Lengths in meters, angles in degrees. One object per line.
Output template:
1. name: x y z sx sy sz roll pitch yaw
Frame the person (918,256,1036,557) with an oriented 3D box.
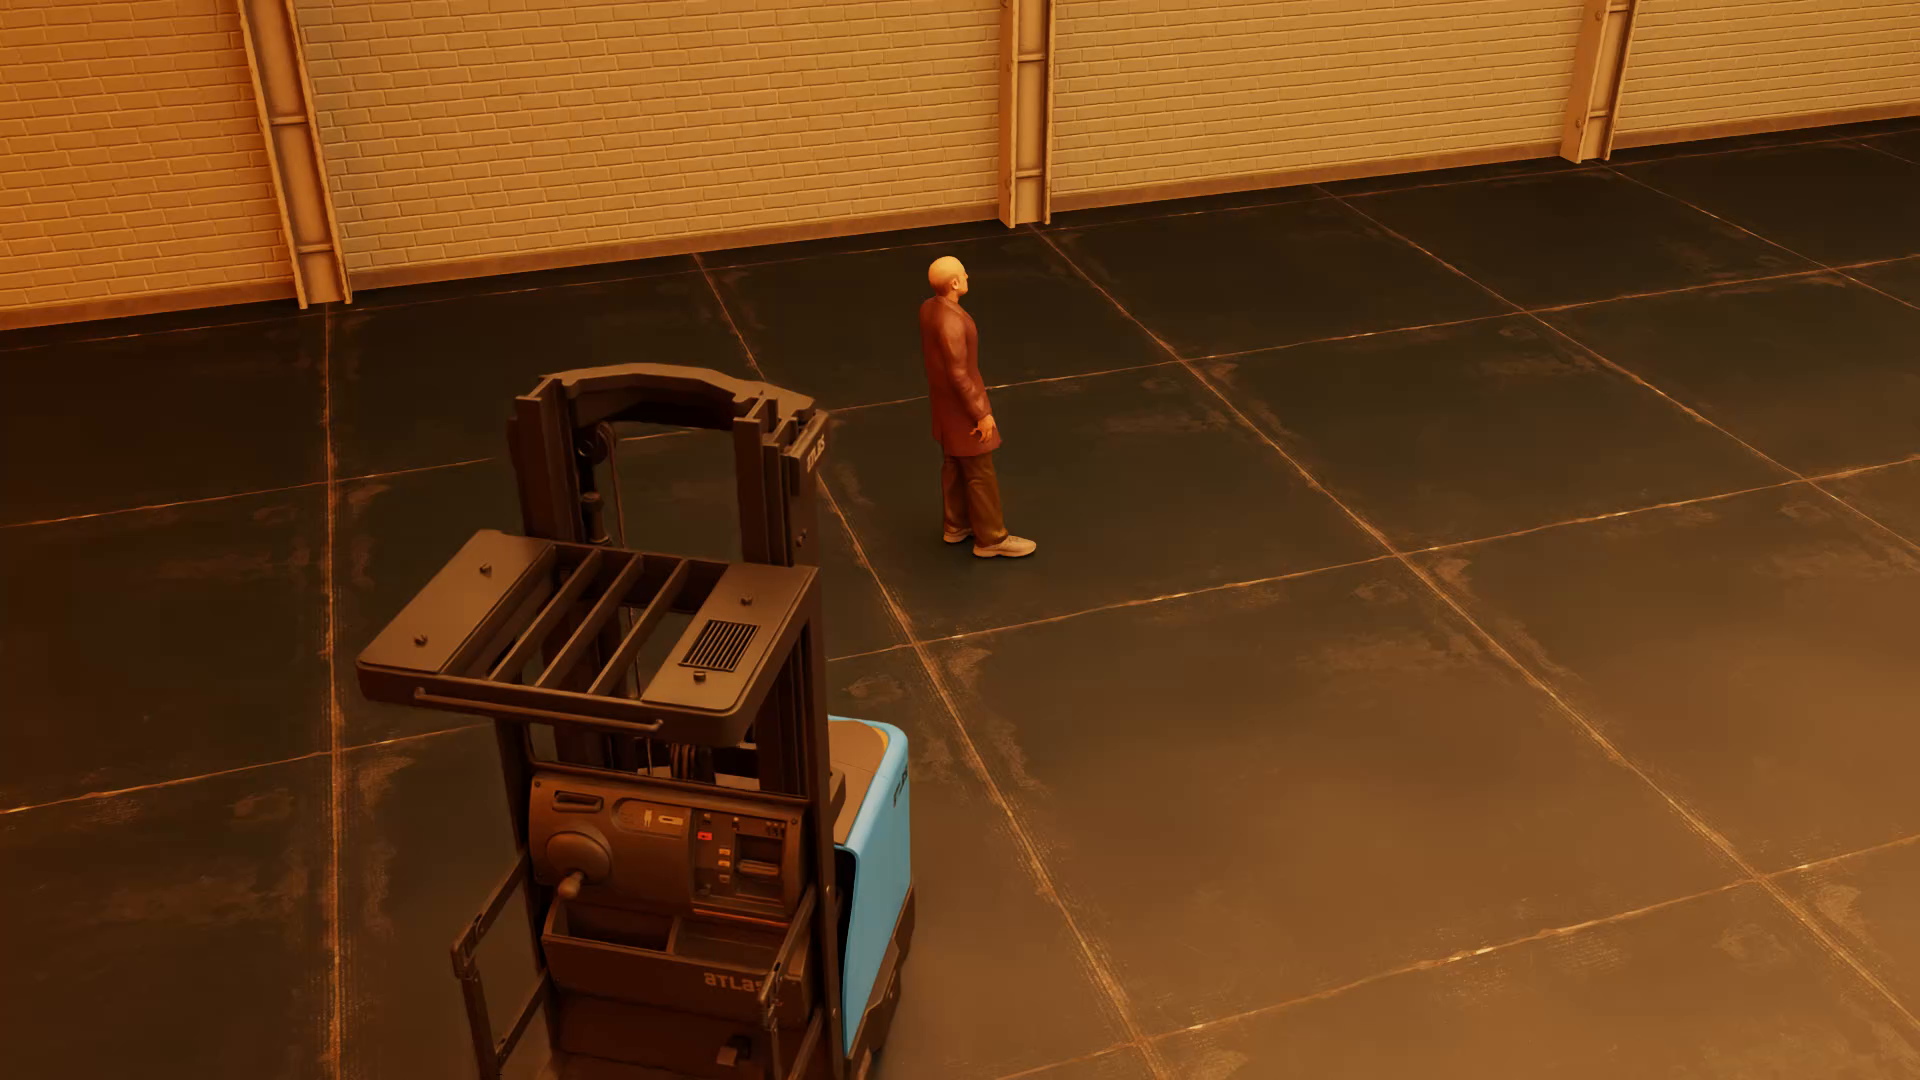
1. person: 0.088 -0.789 9.600 0.582 1.776 0.696 -10 31 -16

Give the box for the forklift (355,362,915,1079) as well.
1. forklift: -1.009 1.059 5.246 1.130 2.935 3.031 6 31 11
